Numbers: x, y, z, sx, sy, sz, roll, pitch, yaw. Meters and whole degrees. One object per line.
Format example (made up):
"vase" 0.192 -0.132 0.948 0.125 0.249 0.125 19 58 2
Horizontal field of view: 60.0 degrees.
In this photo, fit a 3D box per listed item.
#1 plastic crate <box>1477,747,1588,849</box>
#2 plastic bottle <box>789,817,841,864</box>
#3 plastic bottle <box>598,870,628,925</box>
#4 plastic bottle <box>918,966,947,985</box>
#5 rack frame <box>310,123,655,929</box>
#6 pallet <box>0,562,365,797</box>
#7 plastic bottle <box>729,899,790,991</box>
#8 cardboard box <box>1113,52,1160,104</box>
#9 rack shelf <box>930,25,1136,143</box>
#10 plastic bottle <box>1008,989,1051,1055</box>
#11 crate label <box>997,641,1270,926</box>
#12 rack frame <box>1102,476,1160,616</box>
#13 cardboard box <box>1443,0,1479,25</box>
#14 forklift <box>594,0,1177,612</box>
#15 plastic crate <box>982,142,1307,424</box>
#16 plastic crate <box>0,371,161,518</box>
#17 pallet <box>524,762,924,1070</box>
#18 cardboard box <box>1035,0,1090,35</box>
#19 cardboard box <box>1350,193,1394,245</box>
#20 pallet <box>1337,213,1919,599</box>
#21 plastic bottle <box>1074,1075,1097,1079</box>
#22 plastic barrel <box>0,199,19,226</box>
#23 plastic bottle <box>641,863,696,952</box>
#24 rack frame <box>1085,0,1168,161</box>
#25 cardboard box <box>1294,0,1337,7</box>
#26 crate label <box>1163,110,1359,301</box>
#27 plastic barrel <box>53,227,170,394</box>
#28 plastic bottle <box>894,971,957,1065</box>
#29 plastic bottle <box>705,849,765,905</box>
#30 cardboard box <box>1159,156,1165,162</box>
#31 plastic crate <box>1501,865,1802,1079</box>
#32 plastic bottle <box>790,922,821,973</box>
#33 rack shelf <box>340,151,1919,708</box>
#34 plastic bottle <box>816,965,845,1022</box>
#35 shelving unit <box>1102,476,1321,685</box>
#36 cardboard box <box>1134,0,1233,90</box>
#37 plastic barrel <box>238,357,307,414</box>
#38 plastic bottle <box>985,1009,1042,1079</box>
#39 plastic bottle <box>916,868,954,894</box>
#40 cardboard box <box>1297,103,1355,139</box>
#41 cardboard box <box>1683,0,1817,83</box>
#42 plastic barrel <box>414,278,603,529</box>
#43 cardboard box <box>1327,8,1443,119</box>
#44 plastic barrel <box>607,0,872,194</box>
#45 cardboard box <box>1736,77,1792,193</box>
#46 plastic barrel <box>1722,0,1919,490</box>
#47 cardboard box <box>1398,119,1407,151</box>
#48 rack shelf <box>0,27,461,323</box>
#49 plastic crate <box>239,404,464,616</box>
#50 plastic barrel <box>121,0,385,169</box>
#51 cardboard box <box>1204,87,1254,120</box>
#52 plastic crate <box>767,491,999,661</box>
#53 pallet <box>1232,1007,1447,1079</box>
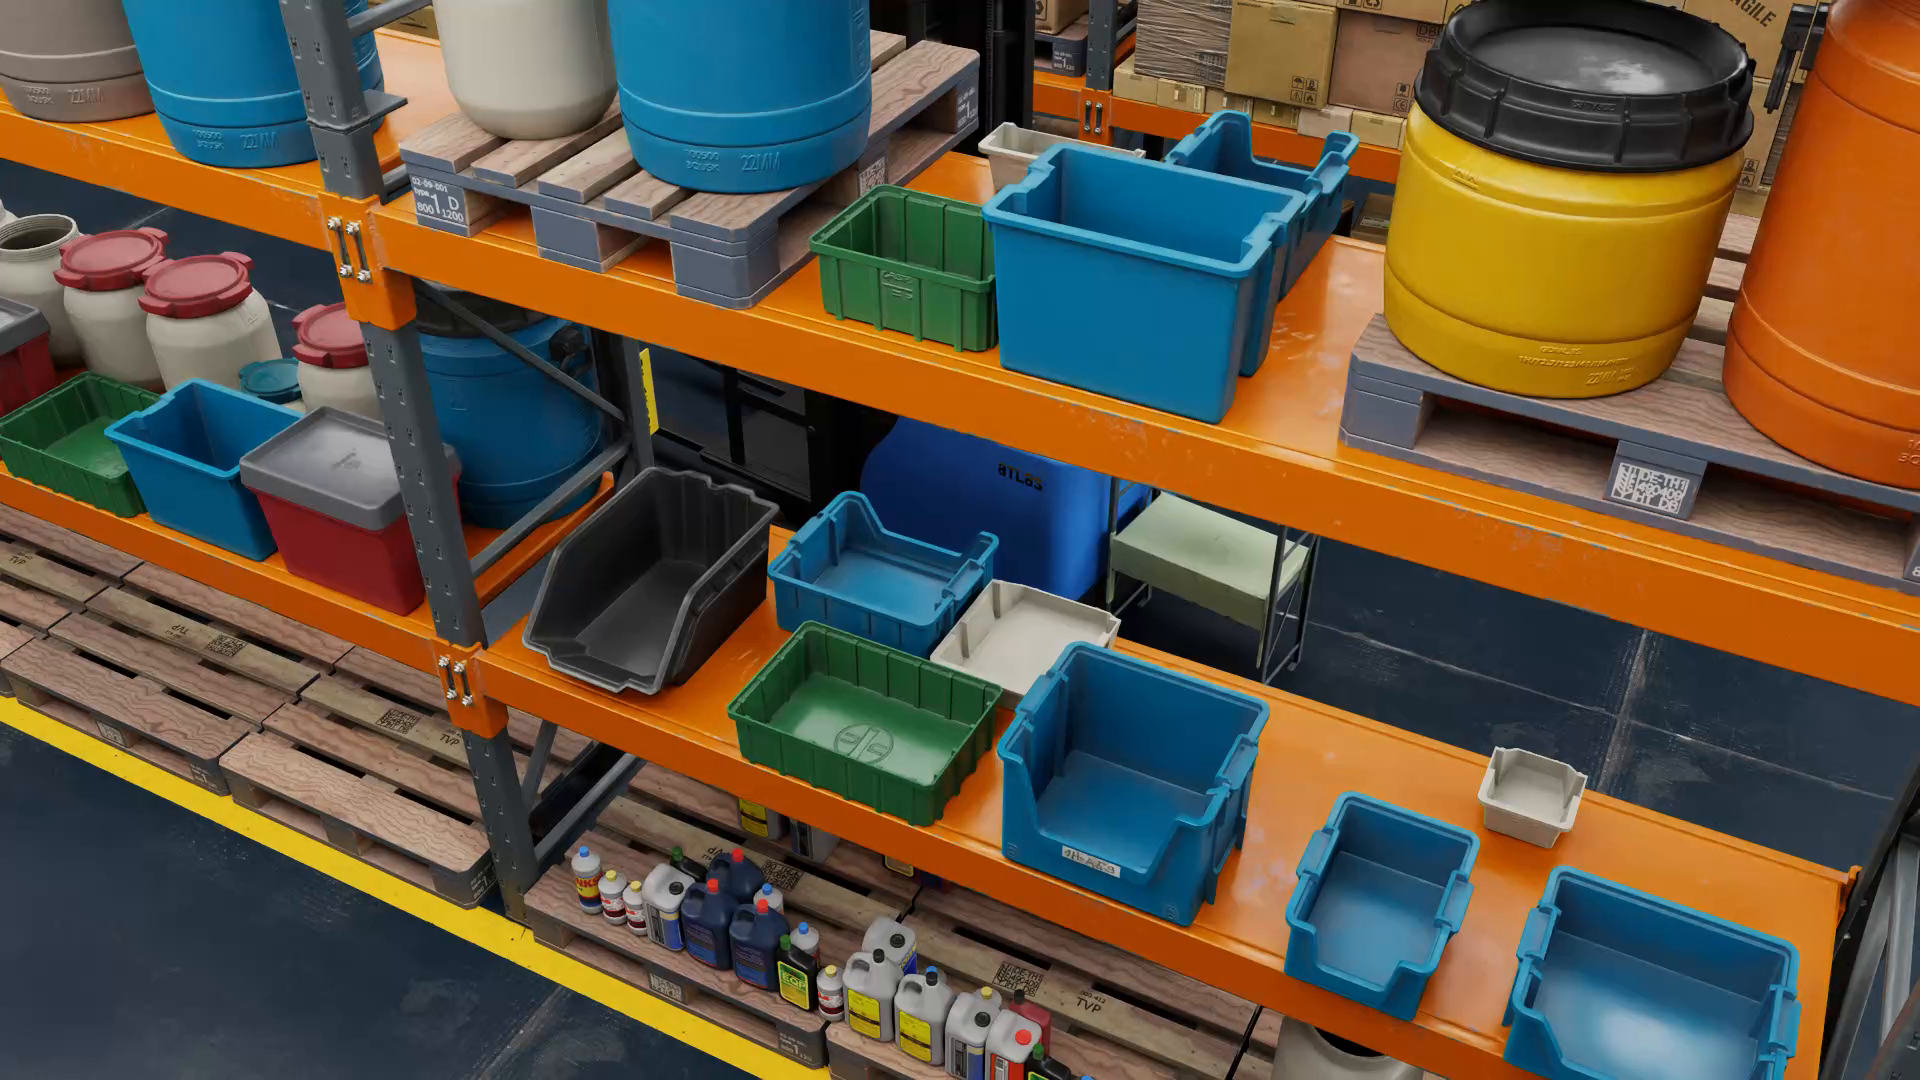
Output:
"plastic crate" 1.563 0.705 4.559 0.250 0.136 0.298 17 41 21
"plastic bottle" -0.514 0.983 5.863 0.135 0.276 0.152 17 41 21
"plastic bottle" -1.171 1.200 5.638 0.097 0.201 0.097 0 37 0
"plastic bottle" -0.090 1.441 5.321 0.097 0.201 0.097 0 37 0
"rack frame" -1.343 -0.091 5.389 0.127 3.000 1.000 17 41 21
"pallet" -3.145 0.484 6.938 1.213 0.211 1.003 17 41 21
"plastic bottle" -0.649 1.289 5.399 0.185 0.351 0.144 16 40 20
"cardboard box" 0.988 -2.429 8.677 0.250 0.149 0.380 17 41 21
"rack shelf" -0.841 -3.020 9.842 4.000 0.370 1.077 17 41 21
"plastic bottle" 0.214 1.510 5.162 0.133 0.283 0.061 17 41 21
"crate label" 0.451 0.640 4.396 0.616 0.435 0.502 17 41 21
"rack frame" 0.727 -0.246 6.834 0.023 1.500 0.400 23 43 27
"cardboard box" 2.555 -2.635 7.584 0.500 0.500 0.500 17 41 21
"forklift" -0.513 -1.388 7.154 3.031 2.935 1.130 23 43 27
"plastic crate" 0.378 -0.536 3.507 0.575 0.384 0.392 17 41 21
"plastic crate" -3.019 -0.339 5.891 0.662 0.188 0.450 17 41 21
"pallet" -0.765 1.229 5.957 1.213 0.211 1.003 17 41 21
"cardboard box" 0.294 -3.453 8.974 1.000 1.000 1.000 18 41 22
"cardboard box" 2.371 -1.504 8.970 0.500 0.500 0.500 14 39 18
"pallet" 1.520 -0.381 3.446 1.213 0.211 1.003 17 41 21
"plastic bottle" 0.377 1.685 5.000 0.097 0.201 0.097 0 37 0
"plastic barrel" -3.883 -1.076 6.595 0.421 0.512 0.421 0 37 0
"plastic bottle" -0.962 1.218 5.554 0.135 0.276 0.152 19 41 23
"rack frame" 0.935 -2.750 8.892 0.127 3.000 1.000 17 41 21
"cardboard box" 1.663 -2.907 7.943 0.500 0.500 0.500 17 41 21
"crate label" 0.699 -0.812 3.981 0.408 0.251 0.502 17 41 21
"plastic barrel" -3.127 -0.853 6.281 0.433 0.535 0.433 0 37 0
"plastic bottle" -0.106 1.458 5.175 0.185 0.351 0.144 19 41 23
"plastic bottle" -0.750 1.159 5.570 0.185 0.351 0.144 17 41 21
"cardboard box" 1.272 -1.789 9.346 0.500 0.500 0.500 16 40 20
"plastic crate" 1.627 1.102 3.941 0.616 0.251 0.499 17 41 21
"plastic bottle" -0.501 1.341 5.395 0.097 0.271 0.097 0 37 0
"rack shelf" 0.433 -0.443 3.967 4.000 0.370 1.077 17 41 21
"plastic bottle" -0.408 1.439 5.324 0.097 0.201 0.097 0 37 0
"shelving unit" 1.025 -0.118 6.665 0.755 1.500 0.431 23 43 27
"cardboard box" 1.306 -2.750 8.564 0.500 0.500 0.875 17 41 21
"plastic barrel" -2.447 -0.486 6.024 0.301 0.262 0.301 0 37 0
"plastic bottle" 0.166 1.571 5.089 0.135 0.276 0.152 18 41 22
"plastic bottle" -0.087 1.088 5.719 0.133 0.283 0.061 17 41 21
"cardboard box" 1.868 -2.142 8.298 0.250 0.149 0.380 17 41 21
"cardboard box" 3.438 -2.351 7.210 0.500 0.500 0.500 17 41 21
"plastic barrel" -1.546 -0.561 5.593 0.708 0.901 0.600 17 41 21
"cardboard box" 2.224 -2.507 8.244 0.500 0.500 0.875 17 41 21
"plastic barrel" -0.508 -1.319 3.763 0.708 0.901 0.600 17 41 21
"cardboard box" 3.512 -2.039 7.626 0.500 0.500 0.875 17 41 21
"plastic barrel" 1.719 -0.579 2.848 0.708 0.830 0.600 17 41 21
"cardboard box" 2.326 -2.019 8.137 0.250 0.149 0.380 17 41 21
"rack shelf" -3.119 -1.555 5.432 4.000 0.370 1.077 17 41 21
"plastic crate" -1.913 -0.087 5.331 0.583 0.464 0.402 17 41 21
"plastic barrel" -1.894 -1.510 4.363 0.708 0.901 0.600 17 41 21
"cardboard box" 1.439 -2.298 8.504 0.250 0.149 0.380 17 41 21
"plastic crate" -0.235 0.130 5.221 0.616 0.251 0.499 17 41 21
"pallet" 1.401 1.907 5.063 1.213 0.211 1.003 17 41 21
